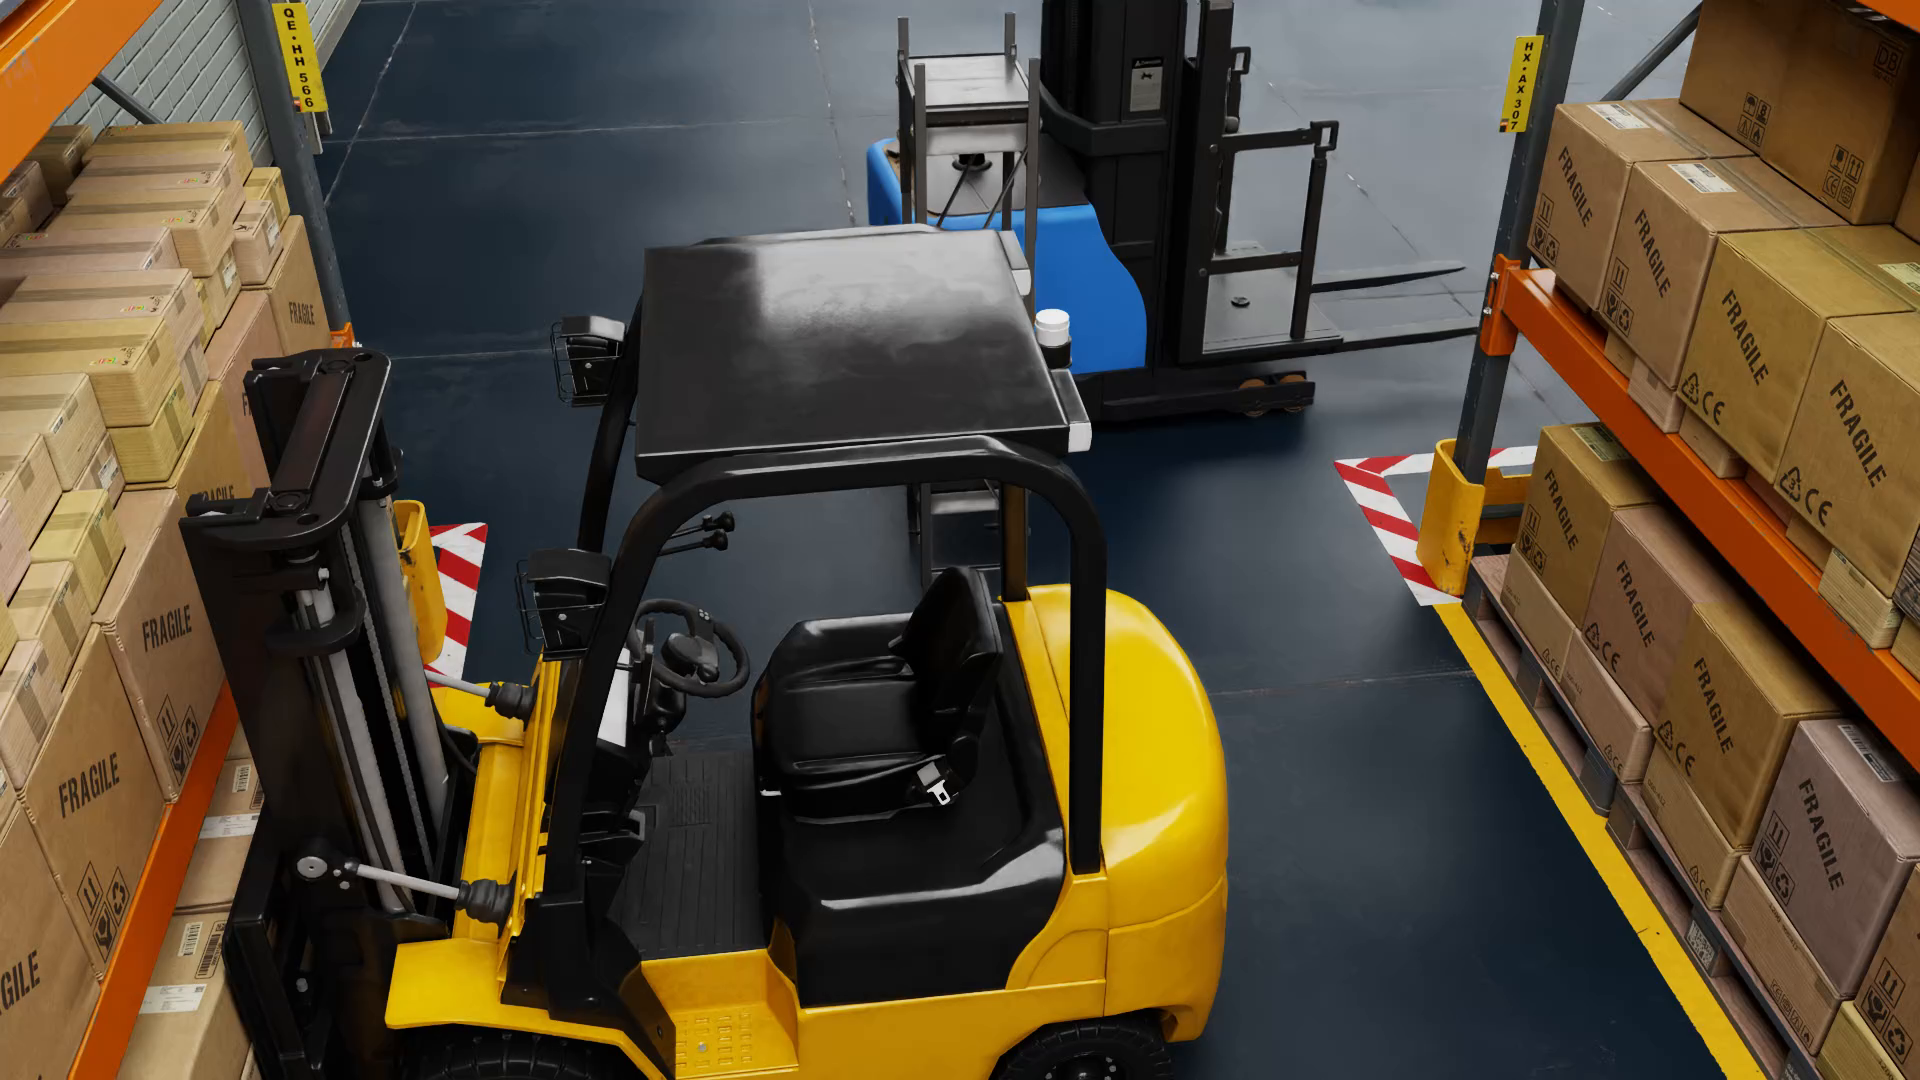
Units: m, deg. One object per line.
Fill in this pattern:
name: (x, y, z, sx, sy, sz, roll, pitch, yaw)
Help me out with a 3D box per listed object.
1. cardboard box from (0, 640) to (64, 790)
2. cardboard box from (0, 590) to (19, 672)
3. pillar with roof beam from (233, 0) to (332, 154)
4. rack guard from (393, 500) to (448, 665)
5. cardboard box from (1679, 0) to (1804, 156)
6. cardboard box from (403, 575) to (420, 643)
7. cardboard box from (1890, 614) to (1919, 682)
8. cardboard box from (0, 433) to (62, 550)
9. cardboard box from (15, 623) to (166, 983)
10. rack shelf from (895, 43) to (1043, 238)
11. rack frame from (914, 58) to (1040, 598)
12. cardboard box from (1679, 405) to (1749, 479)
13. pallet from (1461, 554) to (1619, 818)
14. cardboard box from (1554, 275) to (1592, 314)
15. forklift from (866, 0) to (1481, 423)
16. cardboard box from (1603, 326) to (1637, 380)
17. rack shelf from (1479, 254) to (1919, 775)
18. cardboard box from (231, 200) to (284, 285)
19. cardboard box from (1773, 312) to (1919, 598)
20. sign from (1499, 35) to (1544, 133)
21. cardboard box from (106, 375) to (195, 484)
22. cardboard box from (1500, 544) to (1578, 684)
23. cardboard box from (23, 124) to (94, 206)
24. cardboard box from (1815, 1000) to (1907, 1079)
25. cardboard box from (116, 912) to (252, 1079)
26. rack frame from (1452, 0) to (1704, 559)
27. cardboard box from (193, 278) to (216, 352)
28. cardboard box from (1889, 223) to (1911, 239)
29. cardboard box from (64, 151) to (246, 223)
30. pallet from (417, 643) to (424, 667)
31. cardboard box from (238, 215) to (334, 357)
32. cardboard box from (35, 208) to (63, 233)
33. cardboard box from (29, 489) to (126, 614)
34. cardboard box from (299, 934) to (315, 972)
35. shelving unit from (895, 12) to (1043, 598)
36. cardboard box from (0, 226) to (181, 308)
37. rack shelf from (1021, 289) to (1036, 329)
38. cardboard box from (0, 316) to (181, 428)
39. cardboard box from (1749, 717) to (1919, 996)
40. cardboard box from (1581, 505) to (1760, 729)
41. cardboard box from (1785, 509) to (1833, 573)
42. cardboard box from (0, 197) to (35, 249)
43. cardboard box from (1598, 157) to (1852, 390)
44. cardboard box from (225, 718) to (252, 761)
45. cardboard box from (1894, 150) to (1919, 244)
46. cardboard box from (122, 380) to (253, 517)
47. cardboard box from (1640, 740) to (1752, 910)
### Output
cardboard box: (-1.843, 0.324, 2.946, 0.380, 0.149, 0.250, -5, 35, -7)
cardboard box: (-1.880, 0.201, 2.863, 0.380, 0.149, 0.250, -5, 35, -7)
pillar with roof beam: (0.153, -6.520, 8.327, 9.100, 9.000, 0.400, -4, 35, -6)
rack guard: (-2.510, 0.196, 6.019, 1.175, 0.500, 0.348, -4, 35, -6)
cardboard box: (2.697, -1.511, 5.062, 0.700, 0.500, 0.500, -5, 35, -8)
cardboard box: (-2.130, 0.377, 5.602, 0.500, 0.250, 0.500, -4, 34, -6)
cardboard box: (2.460, 0.266, 3.919, 0.380, 0.149, 0.250, -5, 35, -7)
cardboard box: (-2.020, -0.075, 3.267, 0.380, 0.149, 0.250, -4, 35, -6)
cardboard box: (-1.925, 0.528, 3.223, 0.500, 0.500, 0.500, -5, 35, -7)
rack shelf: (0.022, -1.342, 5.637, 0.431, 0.518, 0.480, -4, 35, -6)
rack frame: (0.055, -0.639, 5.823, 0.400, 2.100, 0.015, -4, 35, -6)
cardboard box: (2.312, -0.312, 4.767, 0.380, 0.149, 0.250, -3, 34, -5)
pallet: (2.496, 0.449, 5.904, 1.003, 0.211, 1.213, -4, 35, -6)
cardboard box: (2.252, -0.893, 5.619, 0.380, 0.149, 0.250, -4, 35, -6)
forklift: (1.138, -2.056, 7.164, 3.031, 2.935, 1.130, -7, 35, -11)
cardboard box: (2.256, -0.599, 5.188, 0.380, 0.149, 0.250, -5, 35, -8)
rack shelf: (2.681, 0.212, 4.415, 1.077, 0.370, 4.000, -4, 35, -6)
cardboard box: (-2.118, -0.820, 4.626, 0.380, 0.149, 0.250, -4, 34, -6)
cardboard box: (2.420, -0.224, 4.063, 0.500, 0.500, 0.500, -5, 35, -7)
sign: (1.874, -1.518, 5.546, 0.100, 0.325, 0.005, -4, 35, -6)
cardboard box: (-1.985, -0.247, 3.784, 0.380, 0.149, 0.250, -4, 34, -6)
cardboard box: (2.246, 0.232, 5.815, 0.500, 0.250, 0.500, -5, 35, -7)
cardboard box: (-2.673, -1.052, 4.702, 0.380, 0.149, 0.250, -5, 35, -7)
cardboard box: (2.522, 1.387, 4.120, 0.500, 0.250, 0.500, -5, 35, -8)
cardboard box: (-1.860, 1.101, 3.651, 0.500, 0.250, 0.500, -3, 34, -5)
rack frame: (2.412, -1.202, 5.850, 1.000, 3.000, 0.127, -4, 35, -6)
cardboard box: (-2.122, -0.532, 4.202, 0.380, 0.149, 0.250, -5, 35, -7)
cardboard box: (2.821, -0.804, 4.914, 0.500, 0.500, 0.500, -4, 35, -6)
cardboard box: (-2.185, -0.937, 4.532, 0.380, 0.149, 0.250, -4, 35, -6)
pallet: (-2.362, 0.752, 5.459, 1.003, 0.211, 1.213, -4, 35, -6)
cardboard box: (-2.180, -0.610, 4.893, 0.500, 0.500, 0.500, -5, 35, -7)
cardboard box: (-2.621, -0.791, 4.583, 0.380, 0.149, 0.250, -4, 35, -6)
cardboard box: (-1.939, 0.037, 3.368, 0.380, 0.149, 0.250, -5, 35, -7)
cardboard box: (-1.920, 1.027, 4.204, 0.500, 0.250, 0.500, -4, 35, -7)
shelving unit: (0.022, -0.775, 6.023, 0.431, 2.100, 0.503, -4, 35, -6)
cardboard box: (-2.164, -0.648, 4.109, 0.380, 0.149, 0.250, -4, 34, -6)
rack shelf: (0.022, -0.764, 6.031, 0.431, 0.518, 0.480, -4, 35, -6)
cardboard box: (-1.978, -0.367, 3.697, 0.380, 0.149, 0.250, -4, 34, -5)
cardboard box: (2.464, 0.805, 4.308, 0.500, 0.500, 0.500, -3, 34, -4)
cardboard box: (2.325, 0.227, 5.156, 0.500, 0.500, 0.500, -6, 35, -8)
cardboard box: (2.414, -0.019, 4.338, 0.380, 0.149, 0.250, -5, 35, -8)
cardboard box: (-2.622, -0.758, 4.269, 0.380, 0.149, 0.250, -4, 34, -5)
cardboard box: (2.273, -0.792, 4.895, 0.500, 0.500, 0.500, -3, 34, -5)
cardboard box: (-1.983, 0.524, 4.498, 0.500, 0.250, 0.500, -4, 34, -6)
cardboard box: (2.928, -0.951, 4.241, 0.700, 0.500, 0.500, -5, 35, -7)
cardboard box: (-2.050, -0.034, 4.048, 0.500, 0.500, 0.500, -5, 35, -7)
cardboard box: (2.393, 0.821, 4.950, 0.500, 0.250, 0.500, -2, 34, -3)
